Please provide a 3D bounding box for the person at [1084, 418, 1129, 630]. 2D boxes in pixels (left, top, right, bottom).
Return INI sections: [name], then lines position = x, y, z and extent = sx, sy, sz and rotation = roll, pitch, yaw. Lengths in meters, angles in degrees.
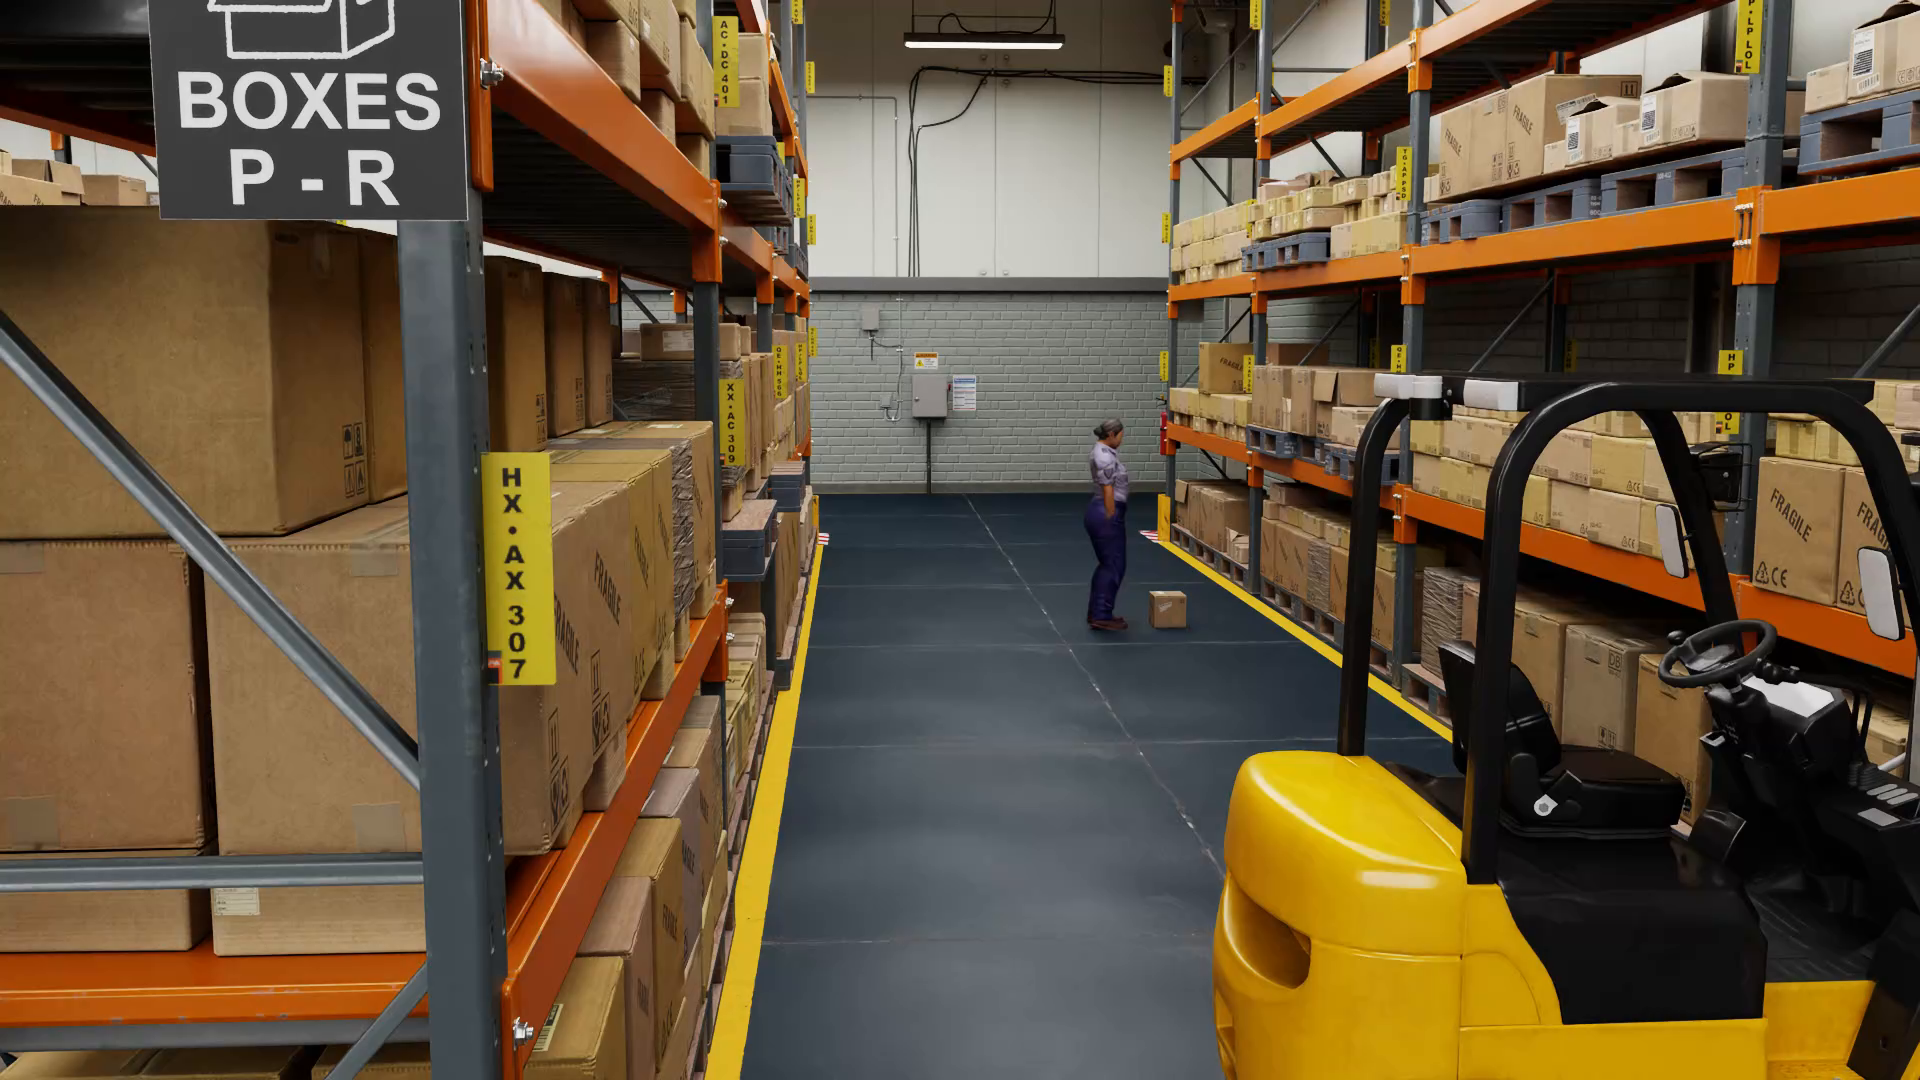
[person]
position = 1.142, -0.134, 13.005
extent = 0.338, 1.644, 0.476
rotation = 0, 7, -3
